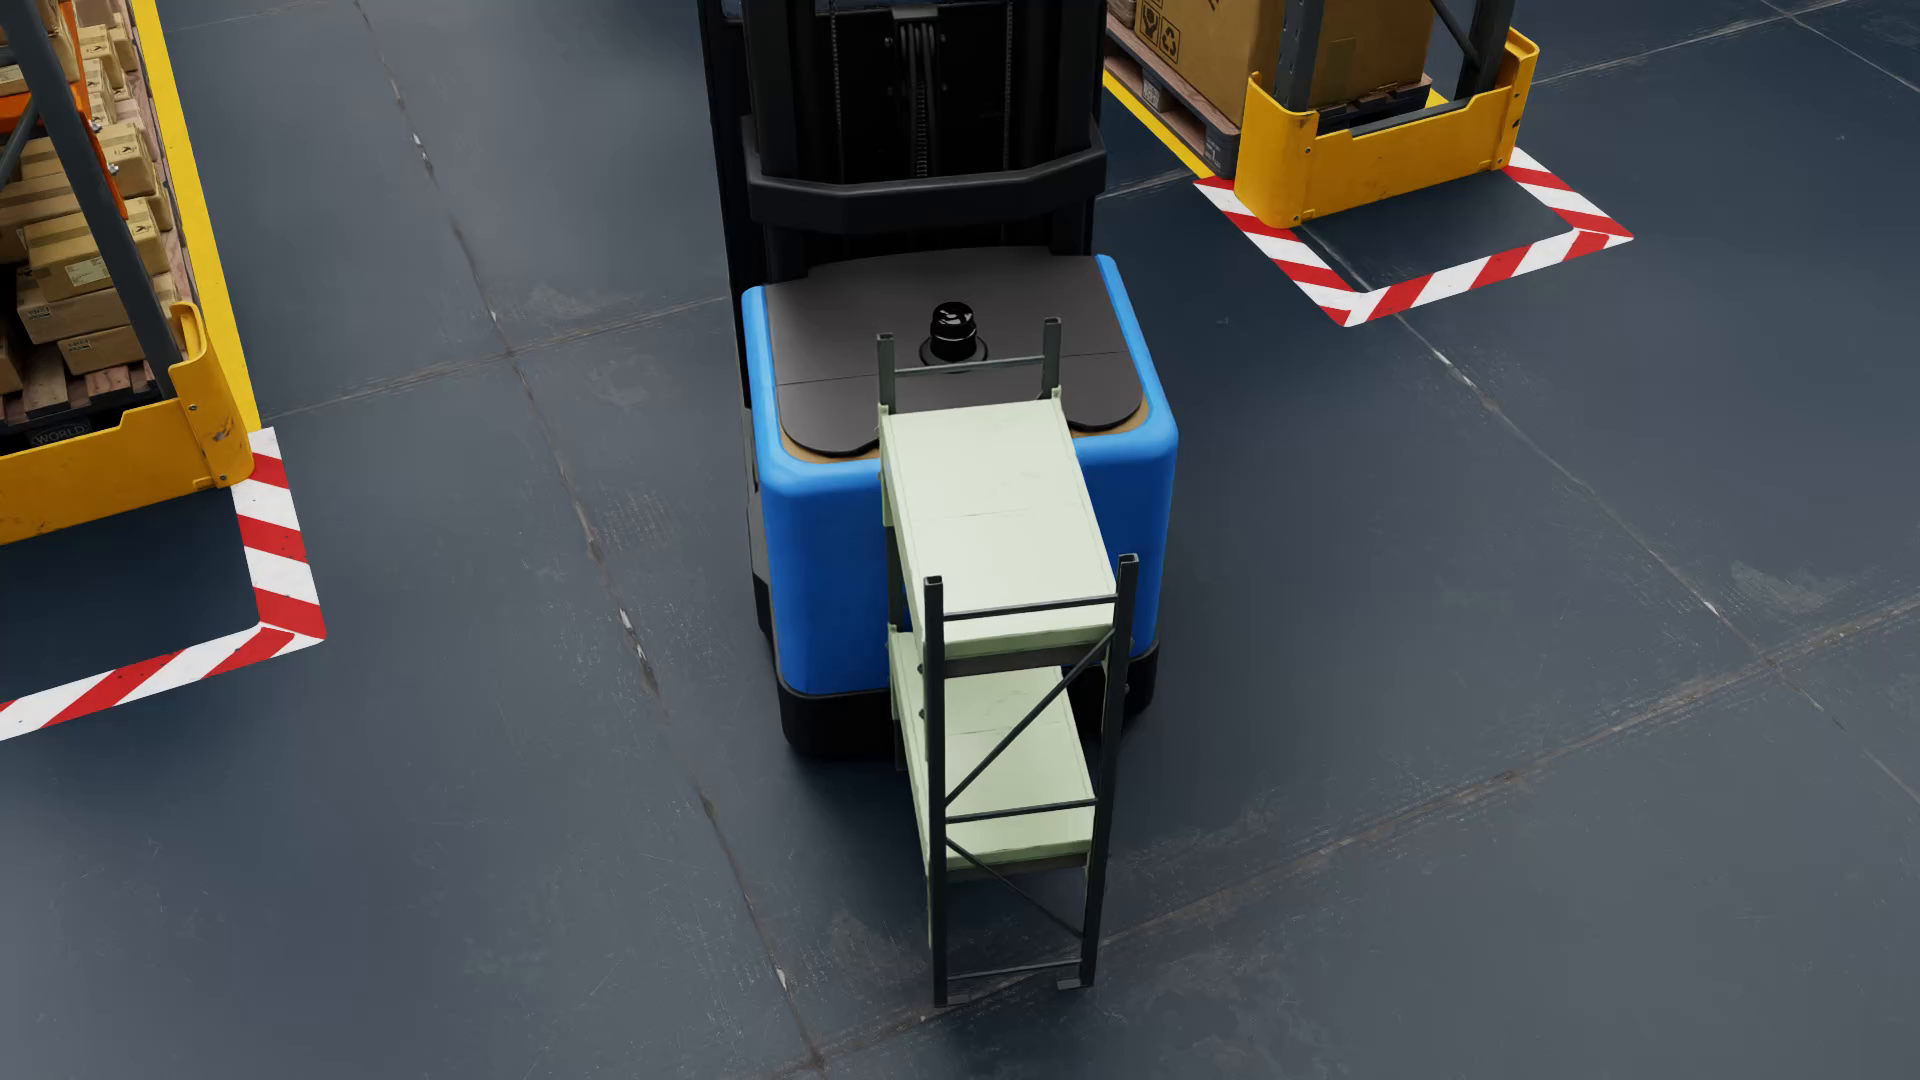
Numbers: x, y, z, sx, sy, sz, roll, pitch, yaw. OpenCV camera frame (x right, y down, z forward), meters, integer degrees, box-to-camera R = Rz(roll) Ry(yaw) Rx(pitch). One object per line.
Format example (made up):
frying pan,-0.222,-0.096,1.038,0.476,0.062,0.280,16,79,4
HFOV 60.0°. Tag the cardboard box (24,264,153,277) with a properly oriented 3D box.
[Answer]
cardboard box,-2.991,-0.865,5.722,0.380,0.149,0.250,-18,47,-18

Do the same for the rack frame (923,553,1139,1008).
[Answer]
rack frame,0.132,0.587,3.587,0.400,1.500,0.023,-6,45,-6

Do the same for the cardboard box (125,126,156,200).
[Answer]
cardboard box,-3.121,-1.326,5.977,0.380,0.149,0.250,-17,47,-16

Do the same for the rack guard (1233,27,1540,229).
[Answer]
rack guard,1.676,-1.655,6.571,1.175,0.500,0.348,-18,47,-17

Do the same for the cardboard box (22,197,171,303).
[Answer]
cardboard box,-2.789,-0.940,5.374,0.380,0.149,0.250,-20,48,-19

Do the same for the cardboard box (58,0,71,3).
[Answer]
cardboard box,-2.925,-1.710,5.027,0.380,0.149,0.250,-19,48,-19

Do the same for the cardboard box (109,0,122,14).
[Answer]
cardboard box,-3.881,-2.354,7.231,0.380,0.149,0.250,-20,48,-19

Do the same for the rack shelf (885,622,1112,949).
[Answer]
rack shelf,0.076,0.566,4.073,0.431,0.370,0.720,-6,45,-6

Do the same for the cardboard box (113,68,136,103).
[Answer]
cardboard box,-3.469,-1.704,6.572,0.380,0.149,0.250,-18,47,-17

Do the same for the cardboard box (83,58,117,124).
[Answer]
cardboard box,-3.291,-1.592,6.035,0.380,0.149,0.250,-16,47,-16

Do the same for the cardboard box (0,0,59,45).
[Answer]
cardboard box,-2.815,-1.668,4.522,0.500,0.500,0.500,-16,47,-16

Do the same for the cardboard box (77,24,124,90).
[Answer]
cardboard box,-3.360,-1.773,6.218,0.380,0.149,0.250,-17,47,-17

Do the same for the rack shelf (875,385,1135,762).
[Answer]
rack shelf,0.076,0.056,3.570,0.431,0.370,0.720,-6,45,-6

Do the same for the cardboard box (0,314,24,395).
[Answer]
cardboard box,-3.287,-0.568,5.421,0.380,0.149,0.250,-17,47,-17

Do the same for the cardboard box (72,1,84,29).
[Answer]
cardboard box,-3.553,-1.905,6.352,0.380,0.149,0.250,-18,47,-17

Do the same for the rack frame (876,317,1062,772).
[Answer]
rack frame,0.020,0.079,4.102,0.400,1.500,0.023,-6,45,-6

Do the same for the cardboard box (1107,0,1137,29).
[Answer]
cardboard box,0.942,-2.917,7.284,0.875,0.875,0.875,-18,47,-17

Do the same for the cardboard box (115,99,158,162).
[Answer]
cardboard box,-3.329,-1.535,6.401,0.380,0.149,0.250,-20,48,-19

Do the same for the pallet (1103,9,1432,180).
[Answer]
pallet,1.259,-2.054,7.181,1.003,0.211,1.213,-18,47,-17

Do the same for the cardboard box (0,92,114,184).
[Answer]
cardboard box,-3.183,-1.412,5.853,0.380,0.149,0.250,-20,48,-19

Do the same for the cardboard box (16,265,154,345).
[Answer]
cardboard box,-2.864,-0.810,5.454,0.380,0.149,0.250,-16,47,-16

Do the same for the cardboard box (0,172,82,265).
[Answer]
cardboard box,-3.014,-1.080,5.516,0.380,0.149,0.250,-17,47,-17

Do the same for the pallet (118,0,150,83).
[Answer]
pallet,-4.244,-2.298,7.429,1.003,0.211,1.213,-18,47,-17

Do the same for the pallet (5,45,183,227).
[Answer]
pallet,-3.727,-1.520,6.640,1.003,0.211,1.213,-18,47,-17

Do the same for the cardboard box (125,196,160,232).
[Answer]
cardboard box,-2.928,-1.001,5.648,0.380,0.149,0.250,-18,47,-18

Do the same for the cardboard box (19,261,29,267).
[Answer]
cardboard box,-3.101,-1.021,5.880,0.380,0.149,0.250,-18,47,-17

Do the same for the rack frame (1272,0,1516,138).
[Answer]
rack frame,1.666,-2.560,5.709,1.000,3.000,0.127,-18,47,-17

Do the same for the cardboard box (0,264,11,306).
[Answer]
cardboard box,-3.520,-0.896,5.753,0.380,0.149,0.250,-18,47,-18

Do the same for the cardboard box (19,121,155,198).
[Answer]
cardboard box,-3.003,-1.279,5.717,0.380,0.149,0.250,-18,47,-18

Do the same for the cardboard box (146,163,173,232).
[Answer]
cardboard box,-3.110,-1.217,6.078,0.380,0.149,0.250,-17,47,-17

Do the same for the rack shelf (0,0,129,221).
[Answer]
rack shelf,-3.718,-2.178,5.834,1.077,0.370,4.000,-18,47,-17

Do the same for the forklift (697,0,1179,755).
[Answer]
forklift,-0.187,-1.500,4.683,1.130,2.935,3.031,-6,45,-6

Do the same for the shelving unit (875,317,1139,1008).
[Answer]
shelving unit,0.076,0.333,3.844,0.431,1.500,0.755,-6,45,-6

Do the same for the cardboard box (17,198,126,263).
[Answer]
cardboard box,-3.111,-1.131,5.779,0.380,0.149,0.250,-17,47,-17

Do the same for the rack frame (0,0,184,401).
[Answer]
rack frame,-2.877,-1.159,4.289,1.000,3.000,0.127,-18,47,-17

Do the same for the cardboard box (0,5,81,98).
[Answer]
cardboard box,-2.715,-1.373,4.685,0.380,0.149,0.250,-18,48,-18

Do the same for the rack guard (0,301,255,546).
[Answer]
rack guard,-2.909,-0.318,5.216,1.175,0.500,0.348,-18,47,-17

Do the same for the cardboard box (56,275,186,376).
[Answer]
cardboard box,-2.806,-0.722,5.577,0.380,0.149,0.250,-17,47,-17

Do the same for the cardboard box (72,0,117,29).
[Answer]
cardboard box,-3.558,-2.095,6.545,0.380,0.149,0.250,-20,48,-19

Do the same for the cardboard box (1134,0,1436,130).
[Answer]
cardboard box,1.324,-2.337,6.697,0.875,0.875,0.875,-18,47,-17

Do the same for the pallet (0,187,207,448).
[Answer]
pallet,-3.218,-0.743,5.853,1.003,0.211,1.213,-18,47,-17

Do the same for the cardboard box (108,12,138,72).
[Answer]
cardboard box,-3.649,-2.034,6.907,0.380,0.149,0.250,-18,47,-17
